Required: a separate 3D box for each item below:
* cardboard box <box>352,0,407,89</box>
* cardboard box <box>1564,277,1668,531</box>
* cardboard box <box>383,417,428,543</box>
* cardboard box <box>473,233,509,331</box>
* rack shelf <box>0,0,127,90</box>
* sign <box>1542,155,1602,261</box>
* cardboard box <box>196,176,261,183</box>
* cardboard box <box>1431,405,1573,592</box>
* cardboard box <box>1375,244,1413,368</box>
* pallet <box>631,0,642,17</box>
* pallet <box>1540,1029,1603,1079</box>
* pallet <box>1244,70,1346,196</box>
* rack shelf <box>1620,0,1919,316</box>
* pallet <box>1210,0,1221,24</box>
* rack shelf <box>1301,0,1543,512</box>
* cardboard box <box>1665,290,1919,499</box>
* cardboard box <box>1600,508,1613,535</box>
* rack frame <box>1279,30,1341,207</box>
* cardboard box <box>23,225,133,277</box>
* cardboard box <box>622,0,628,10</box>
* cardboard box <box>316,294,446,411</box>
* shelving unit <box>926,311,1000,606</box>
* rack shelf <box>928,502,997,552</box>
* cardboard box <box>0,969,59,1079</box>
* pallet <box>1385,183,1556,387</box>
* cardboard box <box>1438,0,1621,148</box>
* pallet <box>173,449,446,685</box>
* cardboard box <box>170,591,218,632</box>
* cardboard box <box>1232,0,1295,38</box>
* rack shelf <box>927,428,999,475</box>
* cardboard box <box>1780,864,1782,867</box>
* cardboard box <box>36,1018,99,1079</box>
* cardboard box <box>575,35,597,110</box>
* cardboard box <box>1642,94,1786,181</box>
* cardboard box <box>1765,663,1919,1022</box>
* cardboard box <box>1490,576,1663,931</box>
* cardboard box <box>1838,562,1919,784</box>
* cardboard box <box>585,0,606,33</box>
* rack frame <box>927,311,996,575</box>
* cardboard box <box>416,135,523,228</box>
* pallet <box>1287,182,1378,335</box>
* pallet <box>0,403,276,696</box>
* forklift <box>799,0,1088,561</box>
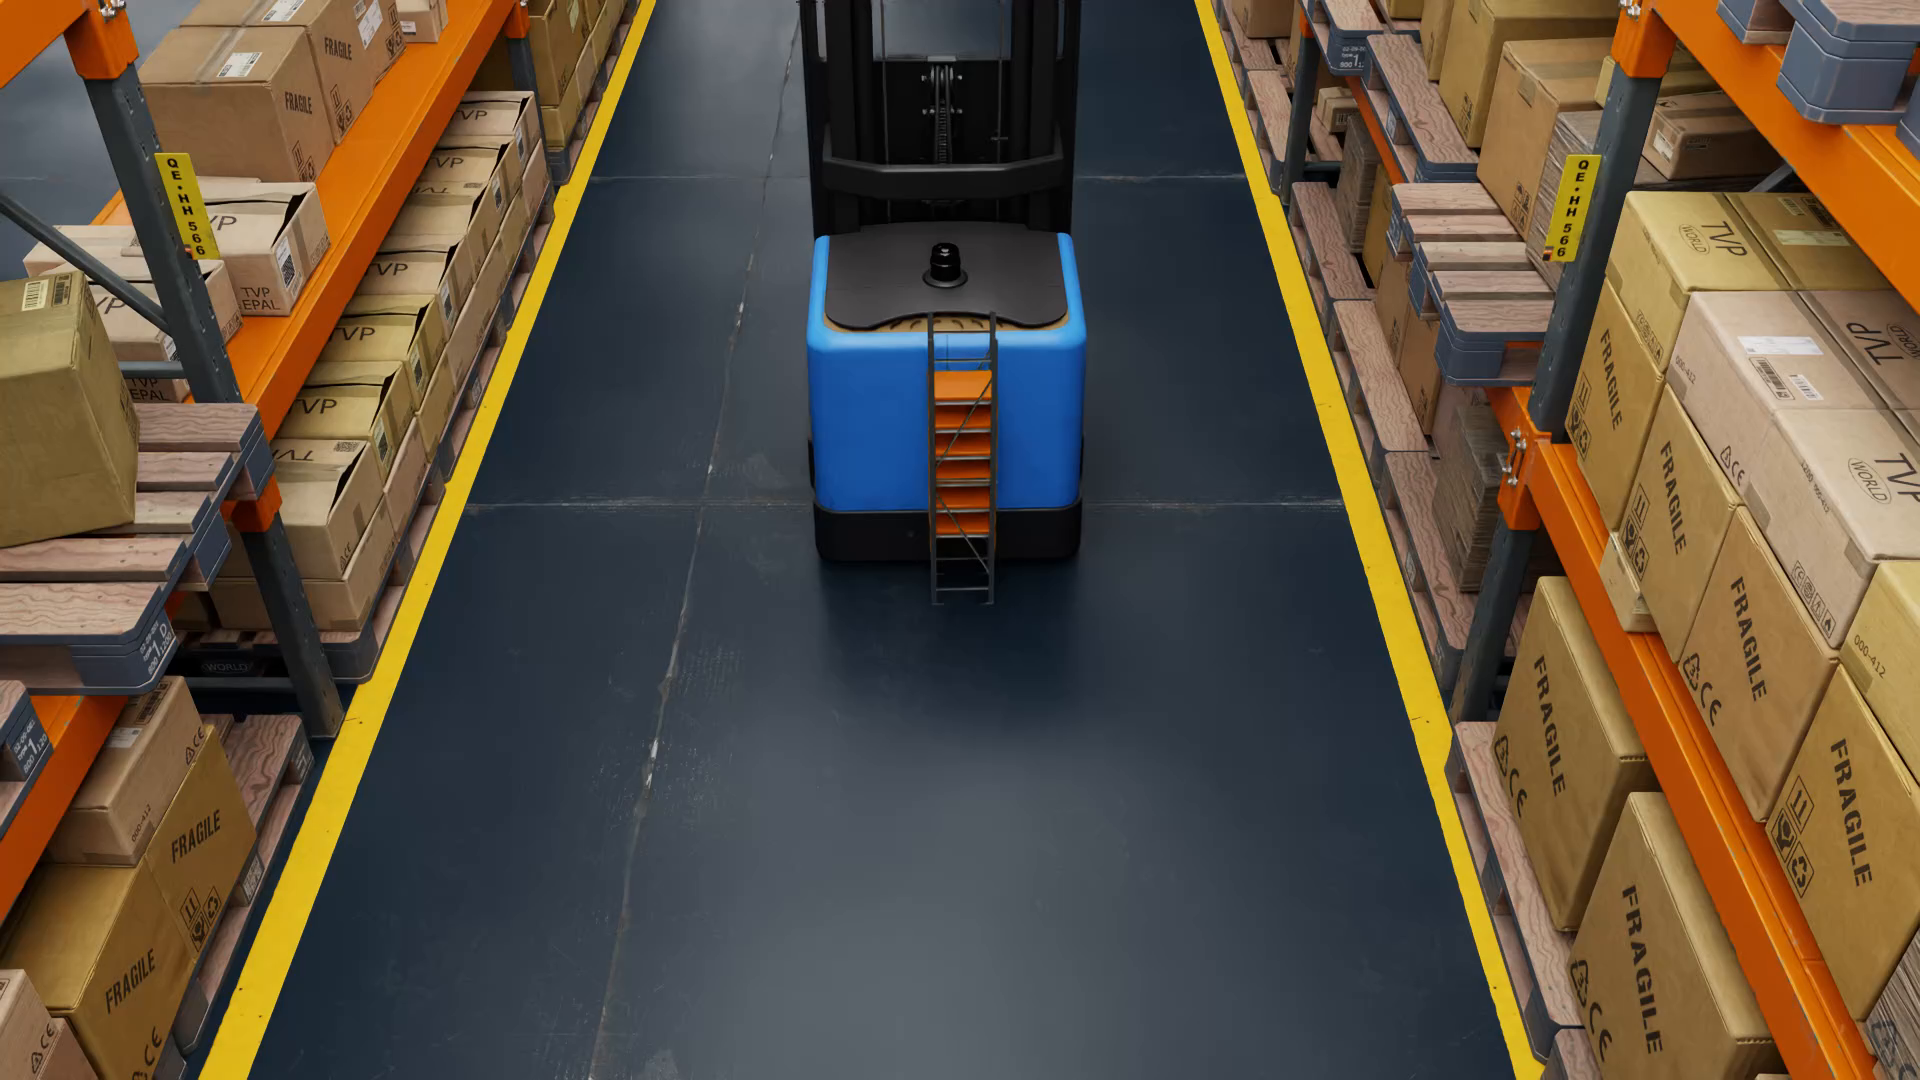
[{"bbox_3d":[-2.722,-2.233,7.058,0.500,0.500,0.500,3,39,3],"label":"cardboard box"},{"bbox_3d":[1.996,-0.367,4.475,0.500,0.500,0.500,1,39,1],"label":"cardboard box"},{"bbox_3d":[-2.411,-0.235,6.508,0.500,0.250,0.500,-1,39,-1],"label":"cardboard box"},{"bbox_3d":[-2.417,-1.199,7.711,0.500,0.250,0.500,1,39,1],"label":"cardboard box"},{"bbox_3d":[-2.701,-0.141,2.704,1.077,0.370,4.000,0,39,0],"label":"rack shelf"},{"bbox_3d":[1.708,-0.923,4.640,0.100,0.325,0.005,0,39,0],"label":"sign"},{"bbox_3d":[-2.761,-1.202,6.052,0.380,0.149,0.250,3,39,3],"label":"cardboard box"},{"bbox_3d":[2.198,-0.155,6.191,0.700,0.500,0.500,0,39,1],"label":"cardboard box"},{"bbox_3d":[2.275,-1.103,7.375,0.700,0.500,0.500,0,39,0],"label":"cardboard box"},{"bbox_3d":[-2.669,-3.939,11.496,1.003,0.211,1.213,0,39,0],"label":"pallet"},{"bbox_3d":[2.175,1.834,4.292,1.003,0.211,1.213,0,39,0],"label":"pallet"},{"bbox_3d":[2.210,-2.341,9.503,1.003,0.211,1.213,0,39,0],"label":"pallet"},{"bbox_3d":[2.253,-0.147,2.712,1.077,0.370,4.000,0,39,0],"label":"rack shelf"},{"bbox_3d":[2.207,-3.867,11.407,1.003,0.211,1.213,0,39,0],"label":"pallet"},{"bbox_3d":[2.249,-1.478,6.771,1.077,0.370,4.000,0,39,0],"label":"rack shelf"},{"bbox_3d":[1.995,-0.343,3.846,0.500,0.250,0.500,-1,39,-1],"label":"cardboard box"},{"bbox_3d":[2.011,-0.054,4.604,0.380,0.149,0.250,0,39,1],"label":"cardboard box"},{"bbox_3d":[2.246,-3.009,8.107,1.000,3.000,0.127,0,39,0],"label":"rack frame"},{"bbox_3d":[-2.980,-0.966,5.758,0.380,0.149,0.250,0,39,0],"label":"cardboard box"},{"bbox_3d":[-2.401,-3.635,10.751,0.500,0.250,0.500,0,39,0],"label":"cardboard box"},{"bbox_3d":[-2.417,-0.787,6.748,0.500,0.311,0.500,-1,39,-1],"label":"cardboard box"},{"bbox_3d":[0.008,-0.274,6.132,0.258,1.200,0.189,-1,39,-1],"label":"shelving unit"},{"bbox_3d":[0.008,-0.052,6.310,0.258,0.103,0.180,-1,39,-1],"label":"rack shelf"},{"bbox_3d":[-2.457,1.269,3.816,0.500,0.250,0.500,-1,39,-1],"label":"cardboard box"},{"bbox_3d":[2.144,-0.879,5.601,1.213,0.211,1.003,0,39,0],"label":"pallet"},{"bbox_3d":[2.217,-1.792,6.155,0.700,0.500,0.500,0,39,0],"label":"cardboard box"},{"bbox_3d":[-2.665,0.071,6.492,1.003,0.211,1.213,0,39,0],"label":"pallet"},{"bbox_3d":[-2.947,0.078,6.117,0.500,0.250,0.500,1,39,1],"label":"cardboard box"},{"bbox_3d":[2.104,-3.459,10.315,0.700,0.500,0.500,-2,39,-3],"label":"cardboard box"},{"bbox_3d":[0.008,-0.333,6.085,0.258,0.103,0.180,-1,39,-1],"label":"rack shelf"},{"bbox_3d":[2.032,0.747,3.604,0.380,0.149,0.250,0,39,0],"label":"cardboard box"},{"bbox_3d":[-2.460,1.538,4.079,0.500,0.500,0.500,-1,39,-2],"label":"cardboard box"},{"bbox_3d":[-2.400,-2.697,9.580,0.500,0.250,0.500,0,39,0],"label":"cardboard box"},{"bbox_3d":[2.220,-1.188,4.883,0.380,0.149,0.250,-5,39,-6],"label":"cardboard box"},{"bbox_3d":[1.995,0.596,3.273,0.500,0.500,0.500,1,39,1],"label":"cardboard box"},{"bbox_3d":[2.121,0.627,4.952,0.750,0.750,0.750,-1,39,-1],"label":"cardboard box"},{"bbox_3d":[2.006,0.289,3.058,0.500,0.250,0.500,-1,39,-1],"label":"cardboard box"},{"bbox_3d":[-2.396,-3.303,9.736,0.500,0.500,0.500,0,39,0],"label":"cardboard box"},{"bbox_3d":[0.006,-0.331,6.204,0.240,1.200,0.006,-1,39,-1],"label":"rack frame"},{"bbox_3d":[-2.413,-1.735,7.931,0.500,0.311,0.500,1,39,1],"label":"cardboard box"},{"bbox_3d":[2.249,-1.434,8.371,1.003,0.211,1.213,0,39,0],"label":"pallet"},{"bbox_3d":[-2.632,-0.003,4.509,1.213,0.211,1.003,0,39,0],"label":"pallet"},{"bbox_3d":[-0.082,-1.957,6.848,1.130,2.935,3.031,-1,39,-1],"label":"forklift"}]
